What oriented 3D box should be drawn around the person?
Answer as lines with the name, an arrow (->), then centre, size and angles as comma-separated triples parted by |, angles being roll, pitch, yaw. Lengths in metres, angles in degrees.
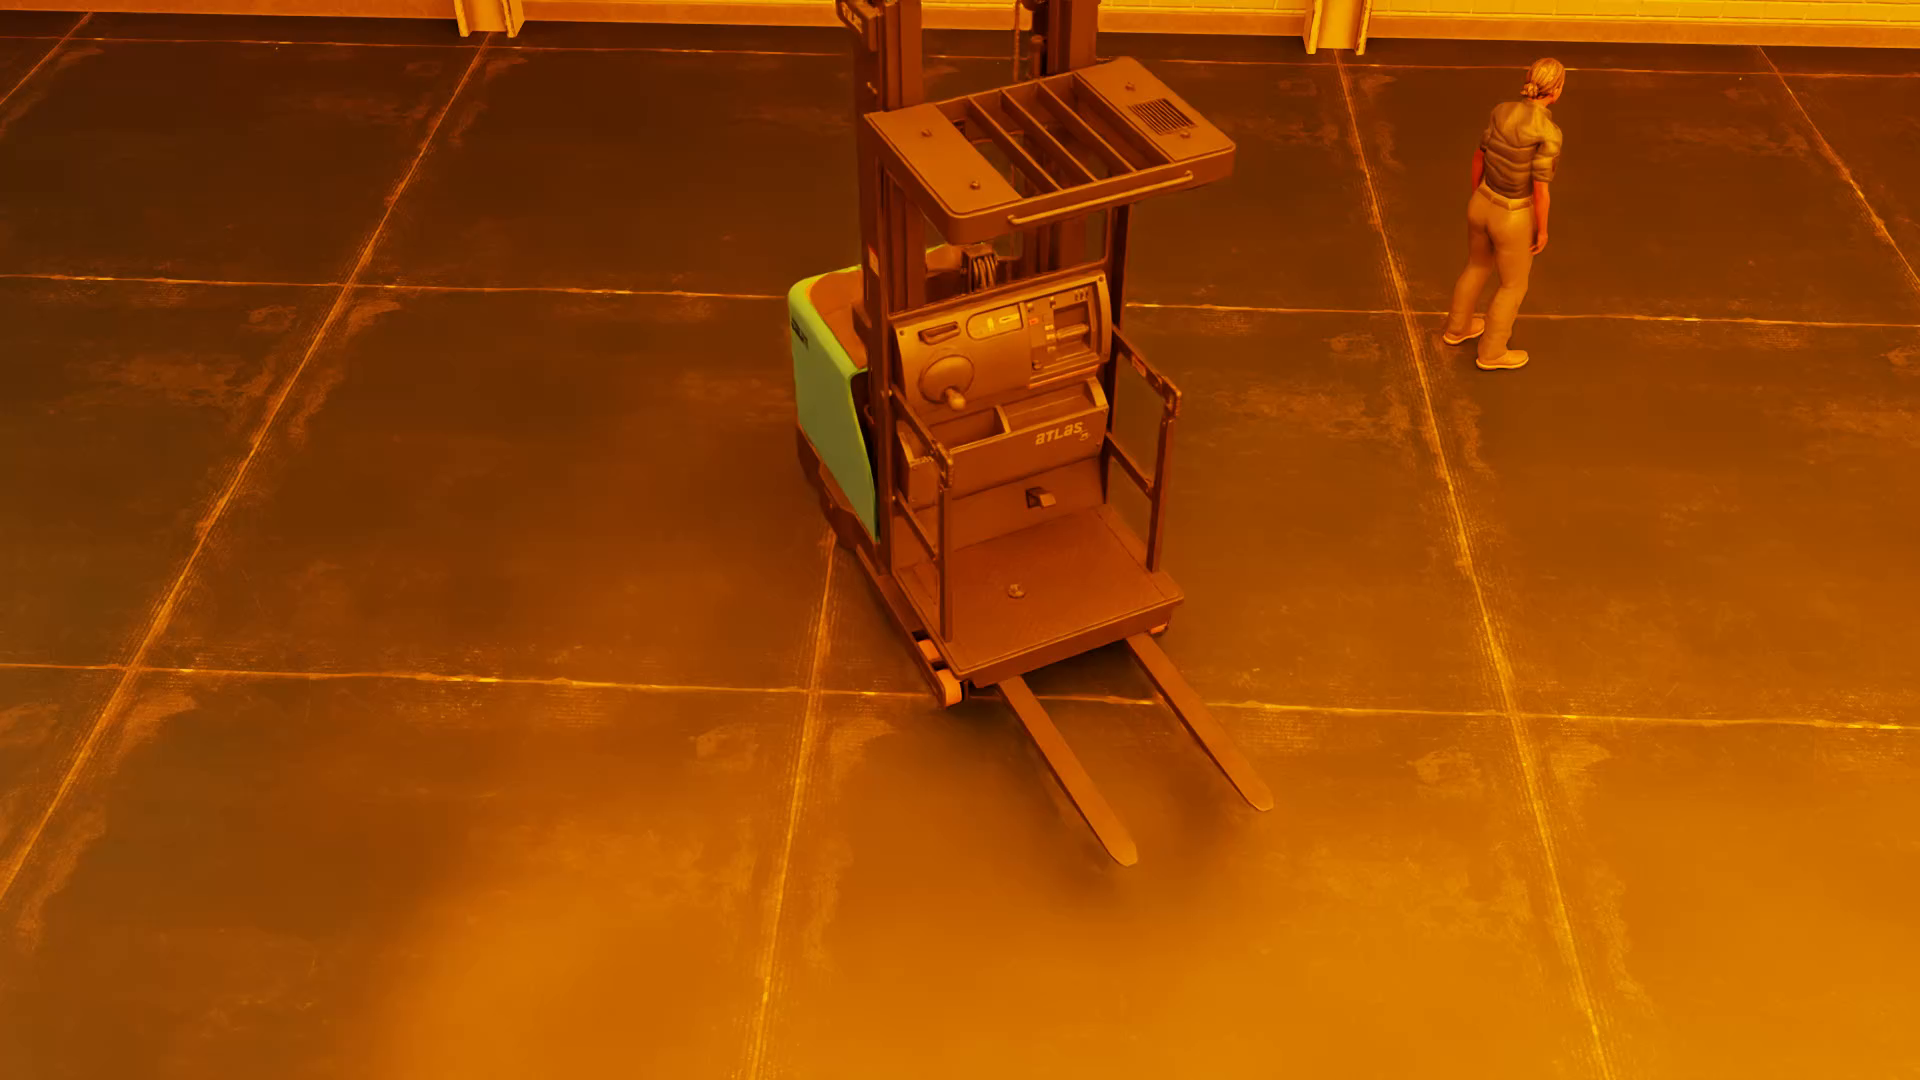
person -> 2.808, -1.661, 8.510 | 0.349, 1.655, 0.532 | -22, 47, -22

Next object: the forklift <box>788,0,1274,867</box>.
forklift -> 0.276, -0.710, 6.520 | 1.130, 2.935, 3.031 | -18, 45, -18
